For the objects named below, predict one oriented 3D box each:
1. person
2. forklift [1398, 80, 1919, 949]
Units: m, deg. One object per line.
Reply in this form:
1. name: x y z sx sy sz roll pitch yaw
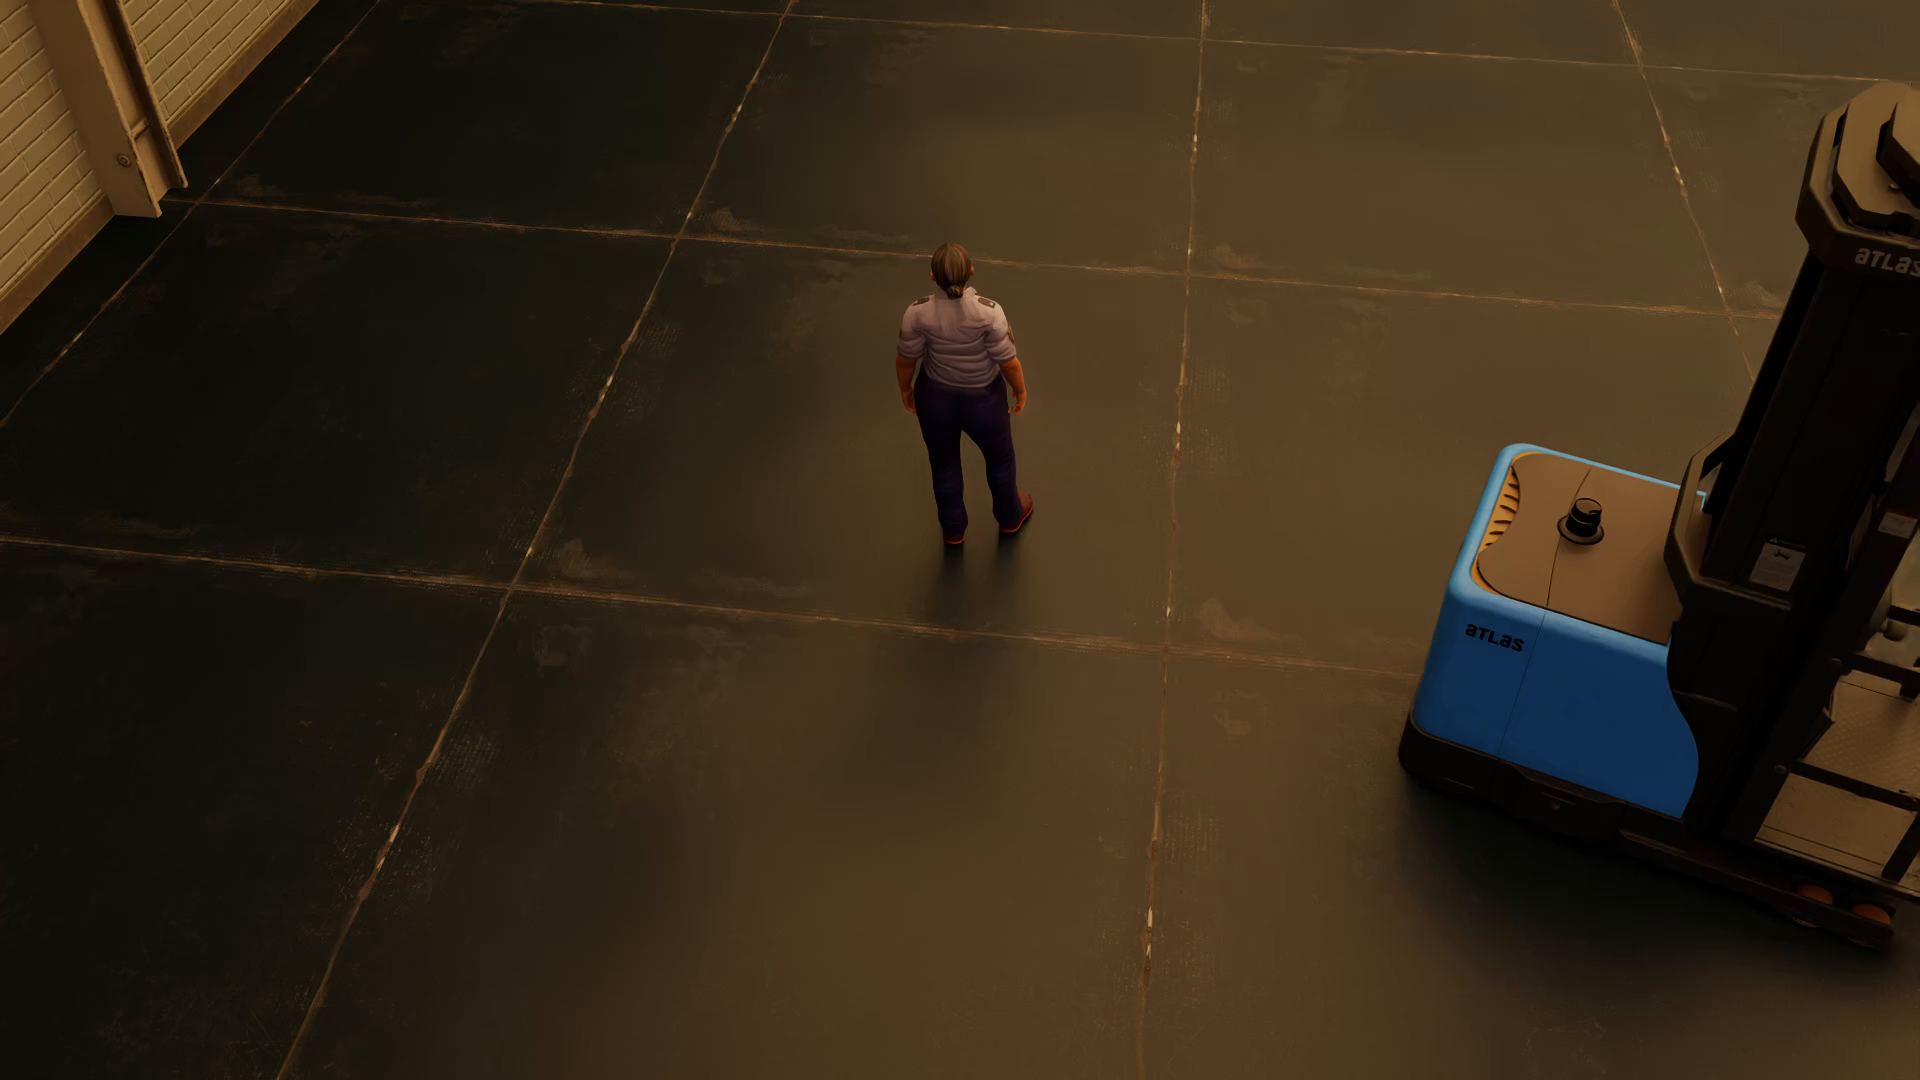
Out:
1. person: 0.035 -0.671 7.391 0.598 1.651 0.503 5 43 6
2. forklift: 3.353 0.028 5.693 3.031 2.935 1.130 18 46 19
